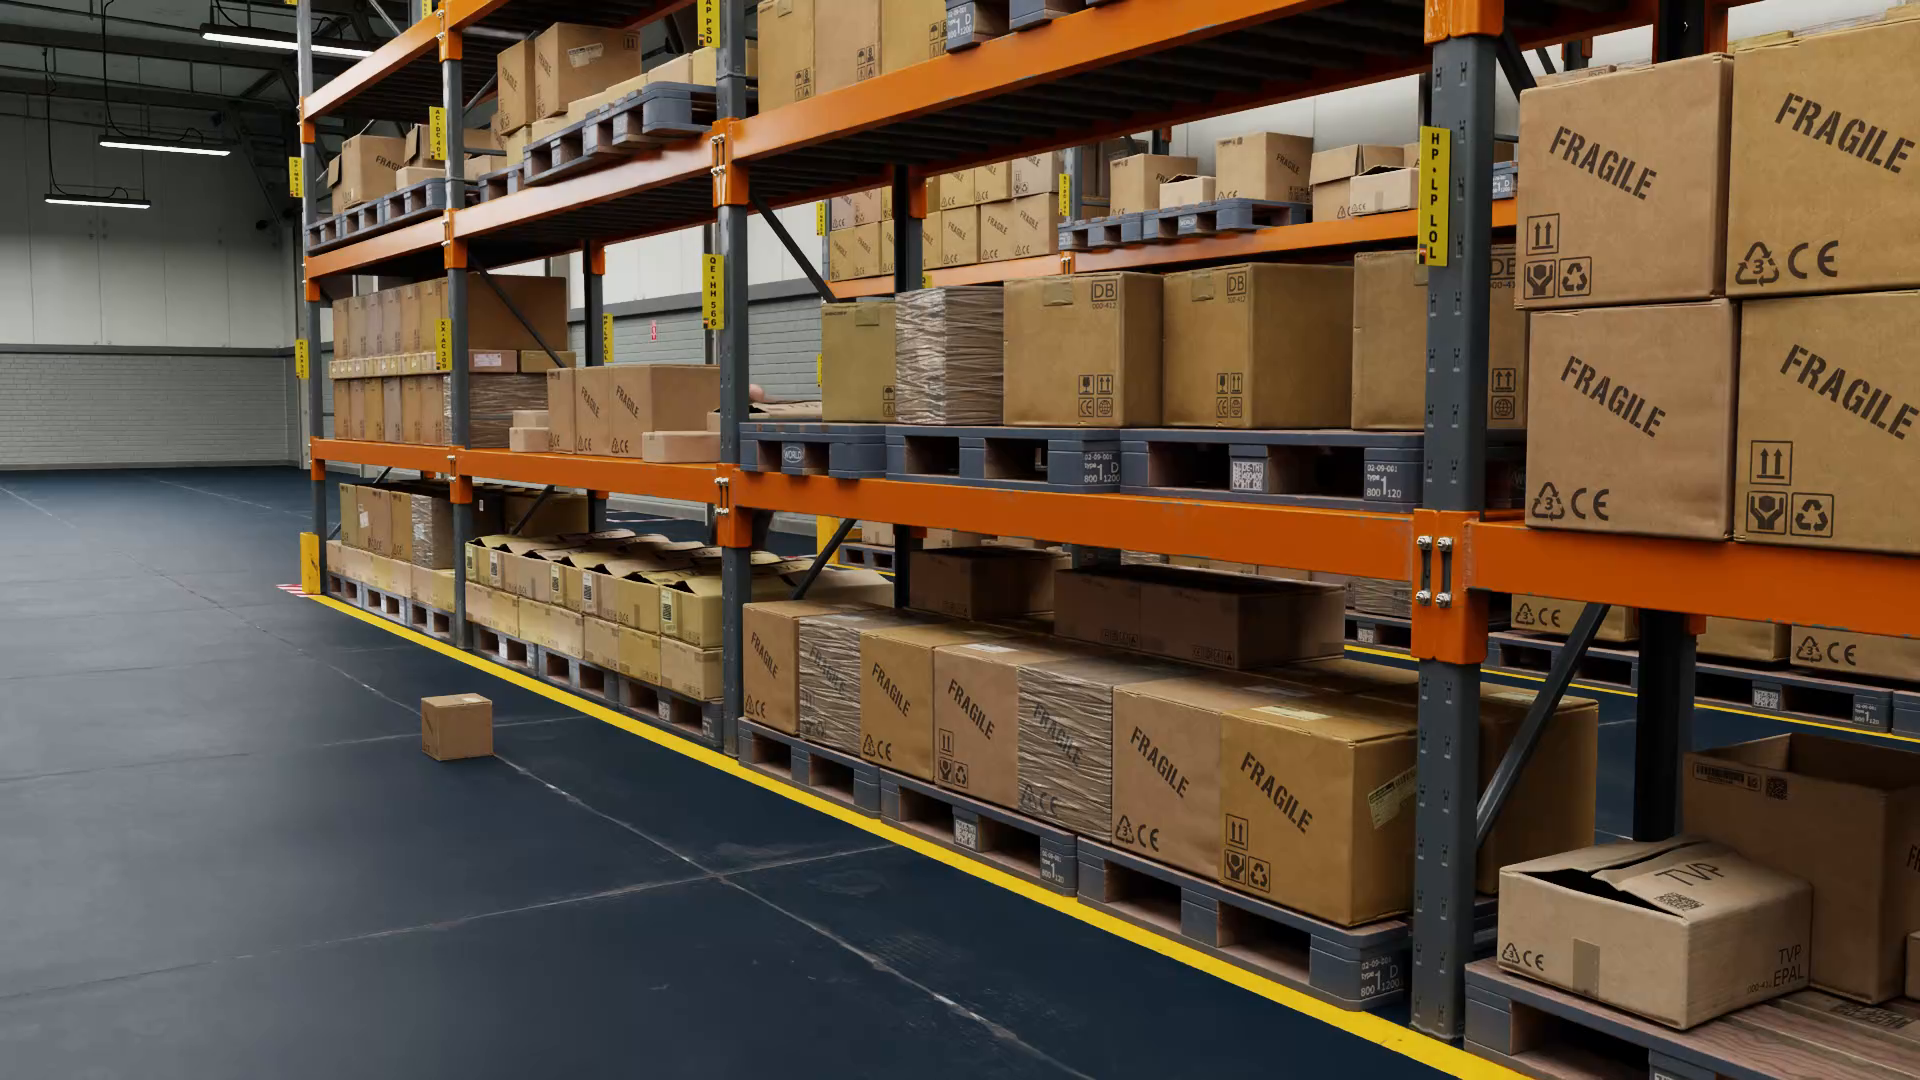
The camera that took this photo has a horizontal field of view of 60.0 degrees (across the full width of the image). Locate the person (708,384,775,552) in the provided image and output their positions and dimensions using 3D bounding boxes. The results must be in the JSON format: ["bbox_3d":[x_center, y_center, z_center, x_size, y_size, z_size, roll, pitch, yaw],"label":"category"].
[{"bbox_3d":[-1.541,-0.269,12.031,0.535,1.711,0.488,-3,6,-34],"label":"person"}]
